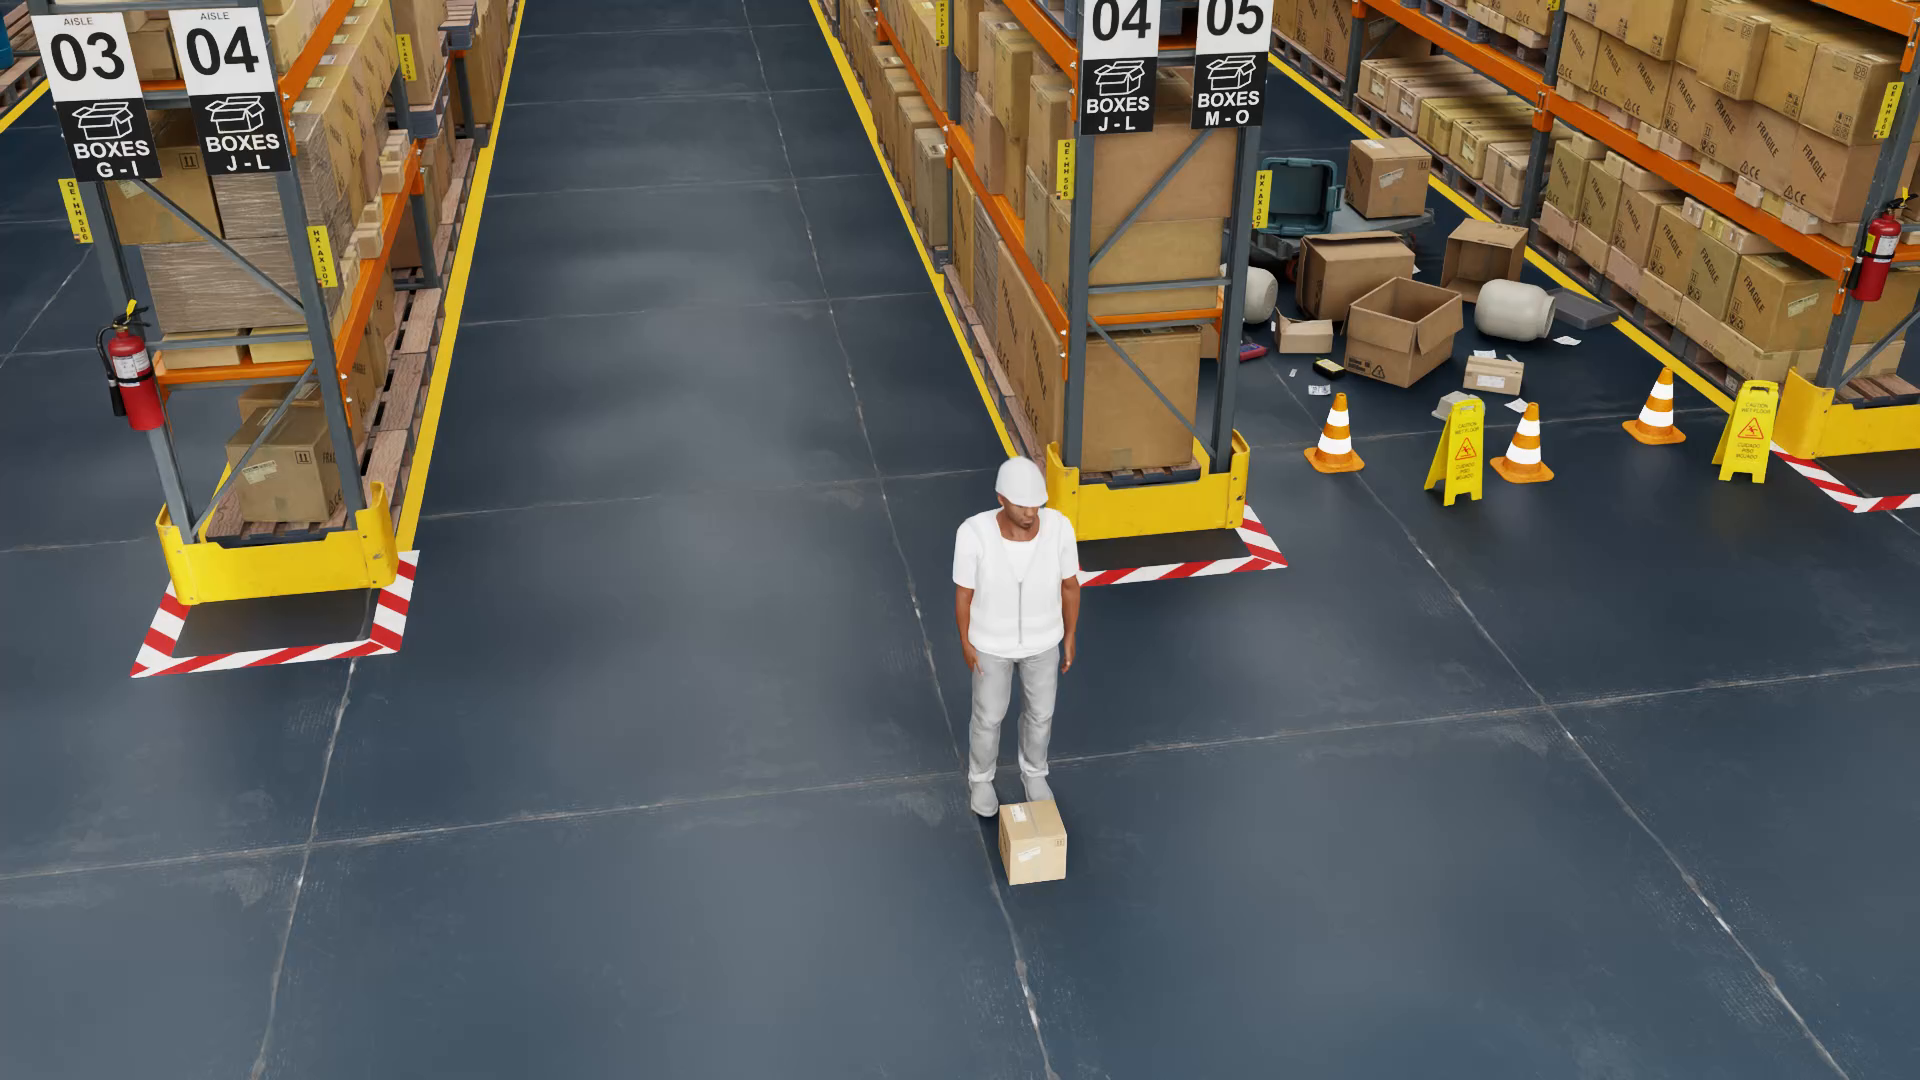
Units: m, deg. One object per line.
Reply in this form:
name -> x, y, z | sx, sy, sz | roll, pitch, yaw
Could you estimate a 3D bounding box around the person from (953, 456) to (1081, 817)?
person -> 0.255, 0.432, 7.382 | 0.563, 1.762, 0.360 | -5, 31, -8
